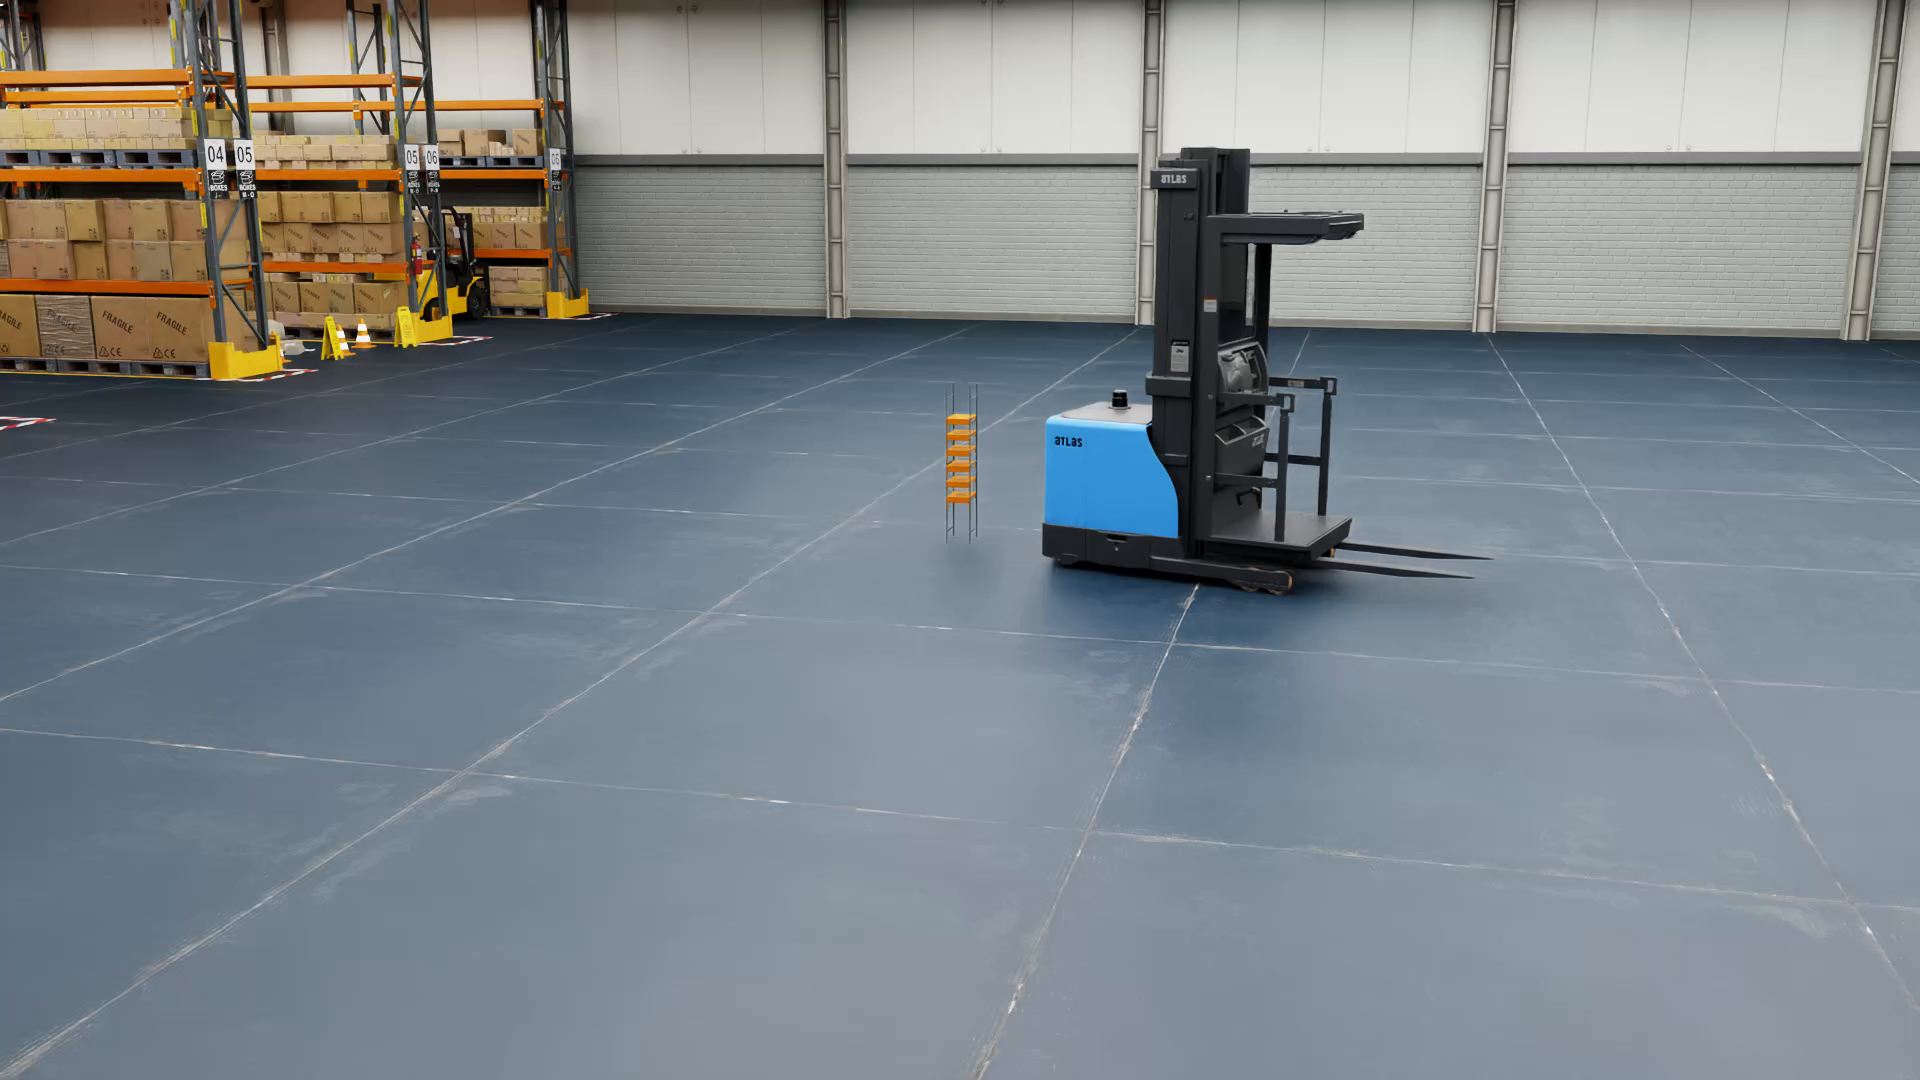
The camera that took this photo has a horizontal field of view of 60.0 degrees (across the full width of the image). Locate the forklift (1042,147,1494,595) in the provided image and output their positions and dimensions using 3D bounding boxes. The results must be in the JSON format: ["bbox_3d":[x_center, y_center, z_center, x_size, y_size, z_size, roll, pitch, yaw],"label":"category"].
[{"bbox_3d":[2.137,-1.192,11.430,3.031,2.935,1.130,7,14,28],"label":"forklift"}]

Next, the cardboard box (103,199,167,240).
[{"bbox_3d":[-11.415,-4.480,23.255,0.550,0.550,0.875,3,13,14],"label":"cardboard box"}]

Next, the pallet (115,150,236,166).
[{"bbox_3d":[-10.720,-5.243,22.812,1.213,0.211,1.003,3,13,14],"label":"pallet"}]

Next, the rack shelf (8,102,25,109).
[{"bbox_3d":[-18.618,-7.733,29.490,4.000,0.370,1.077,3,13,14],"label":"rack shelf"}]

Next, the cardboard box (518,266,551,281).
[{"bbox_3d":[-8.246,-5.185,32.341,0.500,0.250,0.500,4,13,15],"label":"cardboard box"}]

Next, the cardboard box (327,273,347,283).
[{"bbox_3d":[-10.365,-4.383,27.804,0.250,0.149,0.380,3,13,14],"label":"cardboard box"}]

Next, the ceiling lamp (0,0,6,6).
[{"bbox_3d":[-19.087,-11.771,31.630,2.000,3.185,0.800,3,13,14],"label":"ceiling lamp"}]

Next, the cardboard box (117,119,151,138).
[{"bbox_3d":[-11.025,-5.569,22.534,0.500,0.250,0.500,3,13,14],"label":"cardboard box"}]

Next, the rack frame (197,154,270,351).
[{"bbox_3d":[-9.997,-3.786,22.964,0.127,3.000,1.000,3,13,14],"label":"rack frame"}]

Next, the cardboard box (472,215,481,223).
[{"bbox_3d":[-9.379,-6.262,32.396,0.250,0.149,0.380,3,13,14],"label":"cardboard box"}]

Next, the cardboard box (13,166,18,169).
[{"bbox_3d":[-16.411,-6.537,29.018,0.250,0.149,0.380,3,13,14],"label":"cardboard box"}]

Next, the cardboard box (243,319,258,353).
[{"bbox_3d":[-11.221,-3.172,25.961,0.637,0.503,0.797,-6,14,-25],"label":"cardboard box"}]

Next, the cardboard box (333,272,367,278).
[{"bbox_3d":[-12.116,-5.154,33.644,0.625,0.625,0.875,4,13,16],"label":"cardboard box"}]

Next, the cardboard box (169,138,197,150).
[{"bbox_3d":[-10.401,-5.327,22.366,0.250,0.149,0.380,3,13,13],"label":"cardboard box"}]

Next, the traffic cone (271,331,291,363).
[{"bbox_3d":[-10.173,-2.873,24.709,0.334,0.463,0.336,3,13,14],"label":"traffic cone"}]

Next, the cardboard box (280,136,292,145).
[{"bbox_3d":[-11.036,-6.622,27.562,0.250,0.149,0.380,3,13,15],"label":"cardboard box"}]

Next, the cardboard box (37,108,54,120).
[{"bbox_3d":[-12.373,-5.822,22.755,0.250,0.149,0.380,3,13,13],"label":"cardboard box"}]

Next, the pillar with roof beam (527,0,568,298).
[{"bbox_3d":[-9.215,-8.125,28.672,0.548,9.000,9.100,3,13,14],"label":"pillar with roof beam"}]

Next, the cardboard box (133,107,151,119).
[{"bbox_3d":[-10.896,-5.743,22.400,0.250,0.149,0.380,3,13,14],"label":"cardboard box"}]

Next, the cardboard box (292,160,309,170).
[{"bbox_3d":[-10.825,-6.204,27.517,0.250,0.149,0.380,3,13,13],"label":"cardboard box"}]

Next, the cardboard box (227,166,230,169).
[{"bbox_3d":[-12.309,-6.288,27.895,0.250,0.149,0.380,3,13,14],"label":"cardboard box"}]

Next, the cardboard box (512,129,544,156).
[{"bbox_3d":[-8.212,-7.615,31.865,0.500,0.500,0.500,3,13,15],"label":"cardboard box"}]

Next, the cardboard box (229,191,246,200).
[{"bbox_3d":[-11.927,-5.622,28.015,0.500,0.500,0.700,3,13,14],"label":"cardboard box"}]

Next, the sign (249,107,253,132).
[{"bbox_3d":[-9.858,-5.832,23.060,0.005,0.325,0.100,3,13,14],"label":"sign"}]

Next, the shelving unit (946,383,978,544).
[{"bbox_3d":[0.014,-0.585,12.693,0.189,1.200,0.258,3,13,14],"label":"shelving unit"}]

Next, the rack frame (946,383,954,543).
[{"bbox_3d":[-0.075,-0.590,12.714,0.006,1.200,0.240,3,13,14],"label":"rack frame"}]

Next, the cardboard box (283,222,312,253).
[{"bbox_3d":[-10.960,-5.080,27.880,0.500,0.500,0.500,3,13,14],"label":"cardboard box"}]

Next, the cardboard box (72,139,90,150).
[{"bbox_3d":[-11.882,-5.407,22.724,0.250,0.149,0.380,3,13,14],"label":"cardboard box"}]

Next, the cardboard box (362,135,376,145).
[{"bbox_3d":[-9.550,-6.540,27.191,0.250,0.149,0.380,3,13,15],"label":"cardboard box"}]

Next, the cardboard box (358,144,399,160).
[{"bbox_3d":[-9.471,-6.338,27.203,0.500,0.250,0.500,3,13,13],"label":"cardboard box"}]

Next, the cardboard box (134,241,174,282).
[{"bbox_3d":[-10.908,-3.893,23.099,0.550,0.550,0.875,3,13,14],"label":"cardboard box"}]

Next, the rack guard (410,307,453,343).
[{"bbox_3d":[-8.983,-3.615,27.968,0.348,0.500,1.175,3,13,14],"label":"rack guard"}]

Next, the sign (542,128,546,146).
[{"bbox_3d":[-7.867,-7.620,31.462,0.005,0.325,0.100,3,13,14],"label":"sign"}]

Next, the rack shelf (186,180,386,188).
[{"bbox_3d":[-13.549,-7.300,33.541,4.000,0.370,1.077,3,13,14],"label":"rack shelf"}]

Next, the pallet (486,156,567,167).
[{"bbox_3d":[-8.404,-7.339,32.259,1.213,0.211,1.003,3,13,14],"label":"pallet"}]

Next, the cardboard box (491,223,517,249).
[{"bbox_3d":[-8.766,-5.924,32.370,0.500,0.500,0.500,3,13,15],"label":"cardboard box"}]

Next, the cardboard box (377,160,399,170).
[{"bbox_3d":[-9.323,-6.133,27.200,0.250,0.149,0.380,3,13,14],"label":"cardboard box"}]

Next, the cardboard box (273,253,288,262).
[{"bbox_3d":[-11.324,-4.765,27.956,0.250,0.149,0.380,3,13,14],"label":"cardboard box"}]

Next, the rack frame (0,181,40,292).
[{"bbox_3d":[-16.676,-5.247,29.550,0.127,3.000,1.000,3,13,14],"label":"rack frame"}]

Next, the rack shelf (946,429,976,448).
[{"bbox_3d":[0.014,-0.776,12.650,0.180,0.103,0.258,3,13,14],"label":"rack shelf"}]

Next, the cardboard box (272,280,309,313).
[{"bbox_3d":[-11.259,-4.128,28.155,0.500,0.500,0.500,4,13,16],"label":"cardboard box"}]

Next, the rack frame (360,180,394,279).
[{"bbox_3d":[-11.607,-6.083,33.320,0.127,3.000,1.000,3,13,14],"label":"rack frame"}]

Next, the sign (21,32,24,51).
[{"bbox_3d":[-16.556,-8.785,29.308,0.005,0.325,0.100,3,13,14],"label":"sign"}]

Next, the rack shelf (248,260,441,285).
[{"bbox_3d":[-10.851,-4.584,28.225,4.000,0.370,1.077,3,13,14],"label":"rack shelf"}]

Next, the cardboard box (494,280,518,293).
[{"bbox_3d":[-8.756,-4.970,32.528,0.500,0.250,0.500,3,13,13],"label":"cardboard box"}]

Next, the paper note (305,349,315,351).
[{"bbox_3d":[-10.304,-3.013,26.335,0.142,0.019,0.148,-1,13,-6],"label":"paper note"}]

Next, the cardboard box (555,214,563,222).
[{"bbox_3d":[-7.991,-6.314,32.629,0.250,0.149,0.380,3,13,12],"label":"cardboard box"}]

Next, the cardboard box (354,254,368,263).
[{"bbox_3d":[-9.840,-4.691,27.626,0.250,0.149,0.380,3,13,13],"label":"cardboard box"}]

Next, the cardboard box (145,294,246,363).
[{"bbox_3d":[-10.671,-2.975,23.244,0.875,0.875,0.875,3,13,14],"label":"cardboard box"}]

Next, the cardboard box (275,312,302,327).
[{"bbox_3d":[-11.248,-3.762,28.238,0.500,0.250,0.500,3,13,13],"label":"cardboard box"}]

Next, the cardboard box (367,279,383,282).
[{"bbox_3d":[-10.158,-4.188,28.424,0.500,0.500,0.500,3,13,11],"label":"cardboard box"}]

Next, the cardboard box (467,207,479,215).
[{"bbox_3d":[-9.385,-6.406,32.359,0.250,0.149,0.380,3,13,15],"label":"cardboard box"}]

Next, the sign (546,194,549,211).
[{"bbox_3d":[-7.867,-6.443,31.723,0.005,0.325,0.100,3,13,14],"label":"sign"}]

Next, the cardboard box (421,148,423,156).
[{"bbox_3d":[-10.498,-7.552,32.394,0.250,0.149,0.380,3,13,15],"label":"cardboard box"}]
